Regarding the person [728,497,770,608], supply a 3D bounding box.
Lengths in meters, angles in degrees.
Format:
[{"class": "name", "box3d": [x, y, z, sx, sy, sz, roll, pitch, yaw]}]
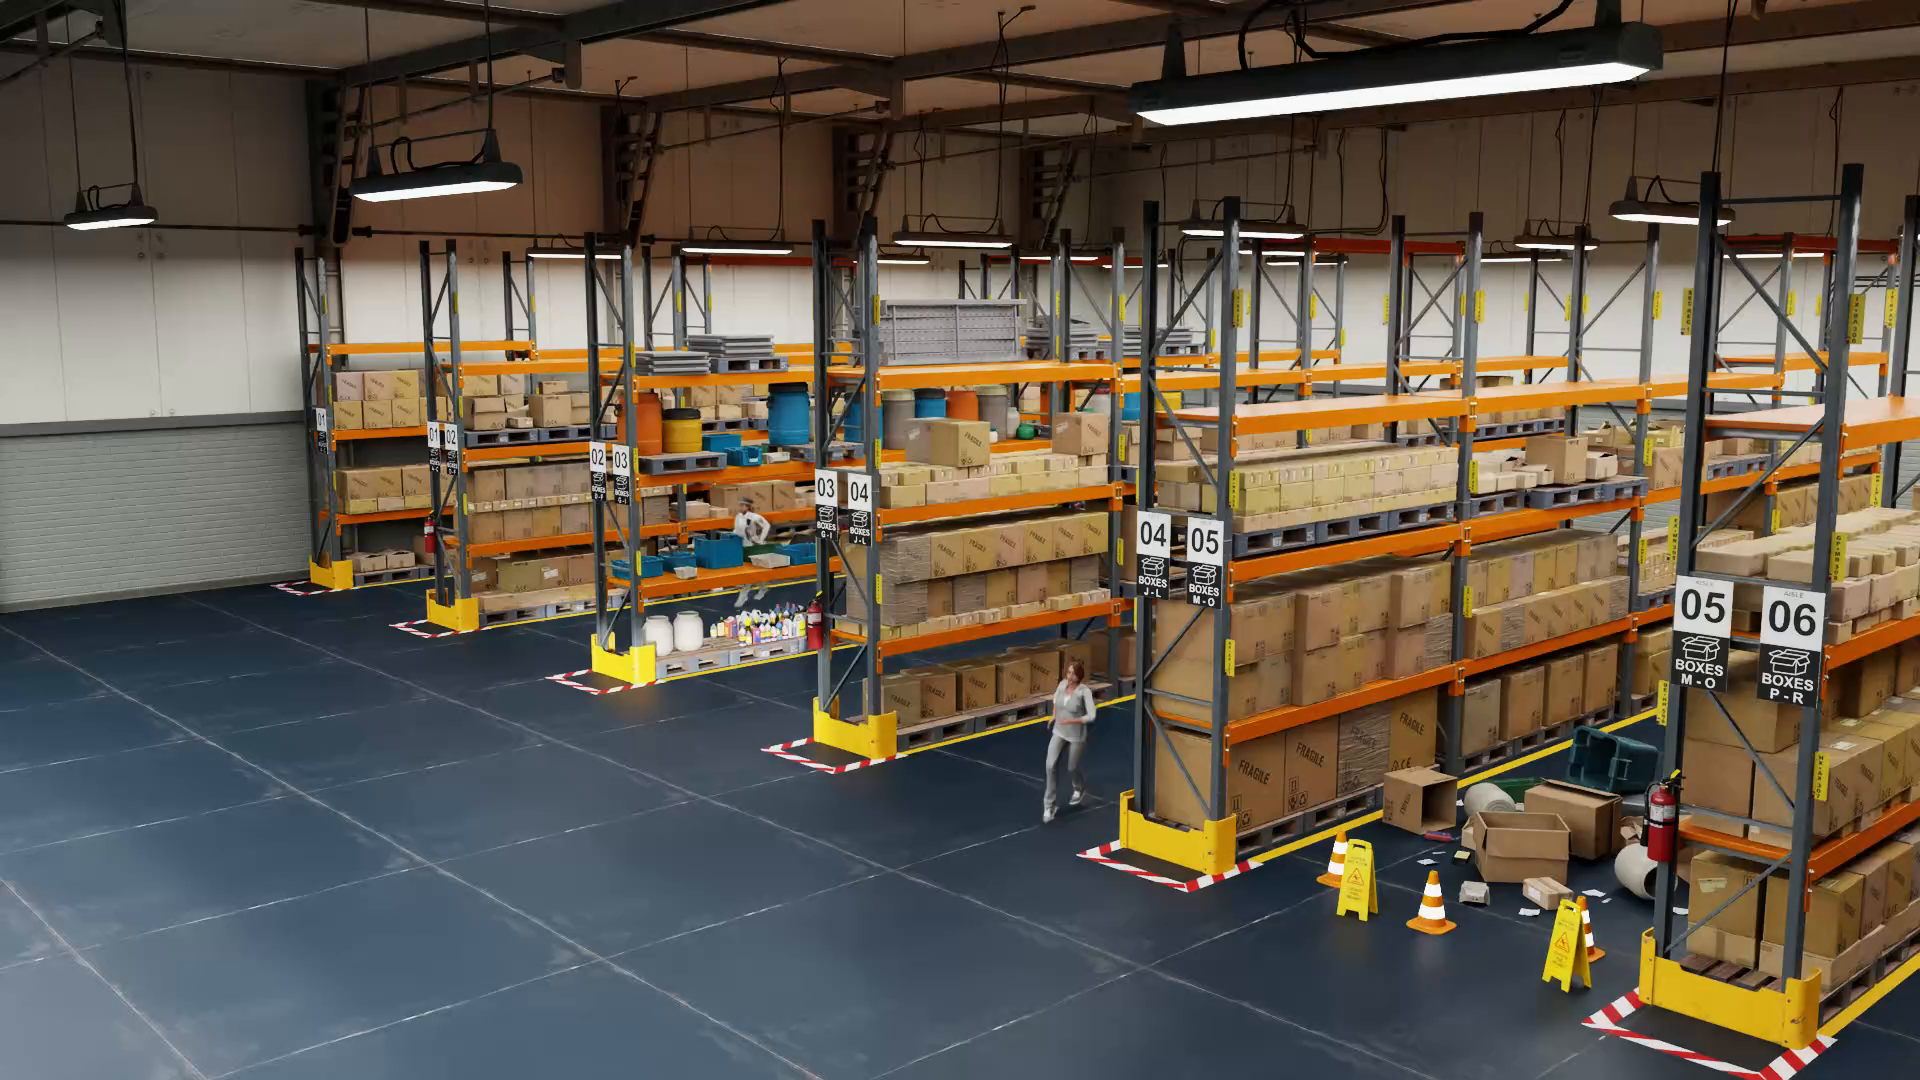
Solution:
[{"class": "person", "box3d": [-3.361, 0.156, 26.480, 0.562, 1.735, 0.809, 8, 11, 43]}]

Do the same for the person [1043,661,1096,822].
[{"class": "person", "box3d": [1.136, 1.987, 16.591, 0.548, 1.640, 0.728, 5, 10, 29]}]

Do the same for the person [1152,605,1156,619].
[{"class": "person", "box3d": [3.040, 0.389, 25.118, 0.741, 1.681, 0.563, -6, 11, -37]}]
